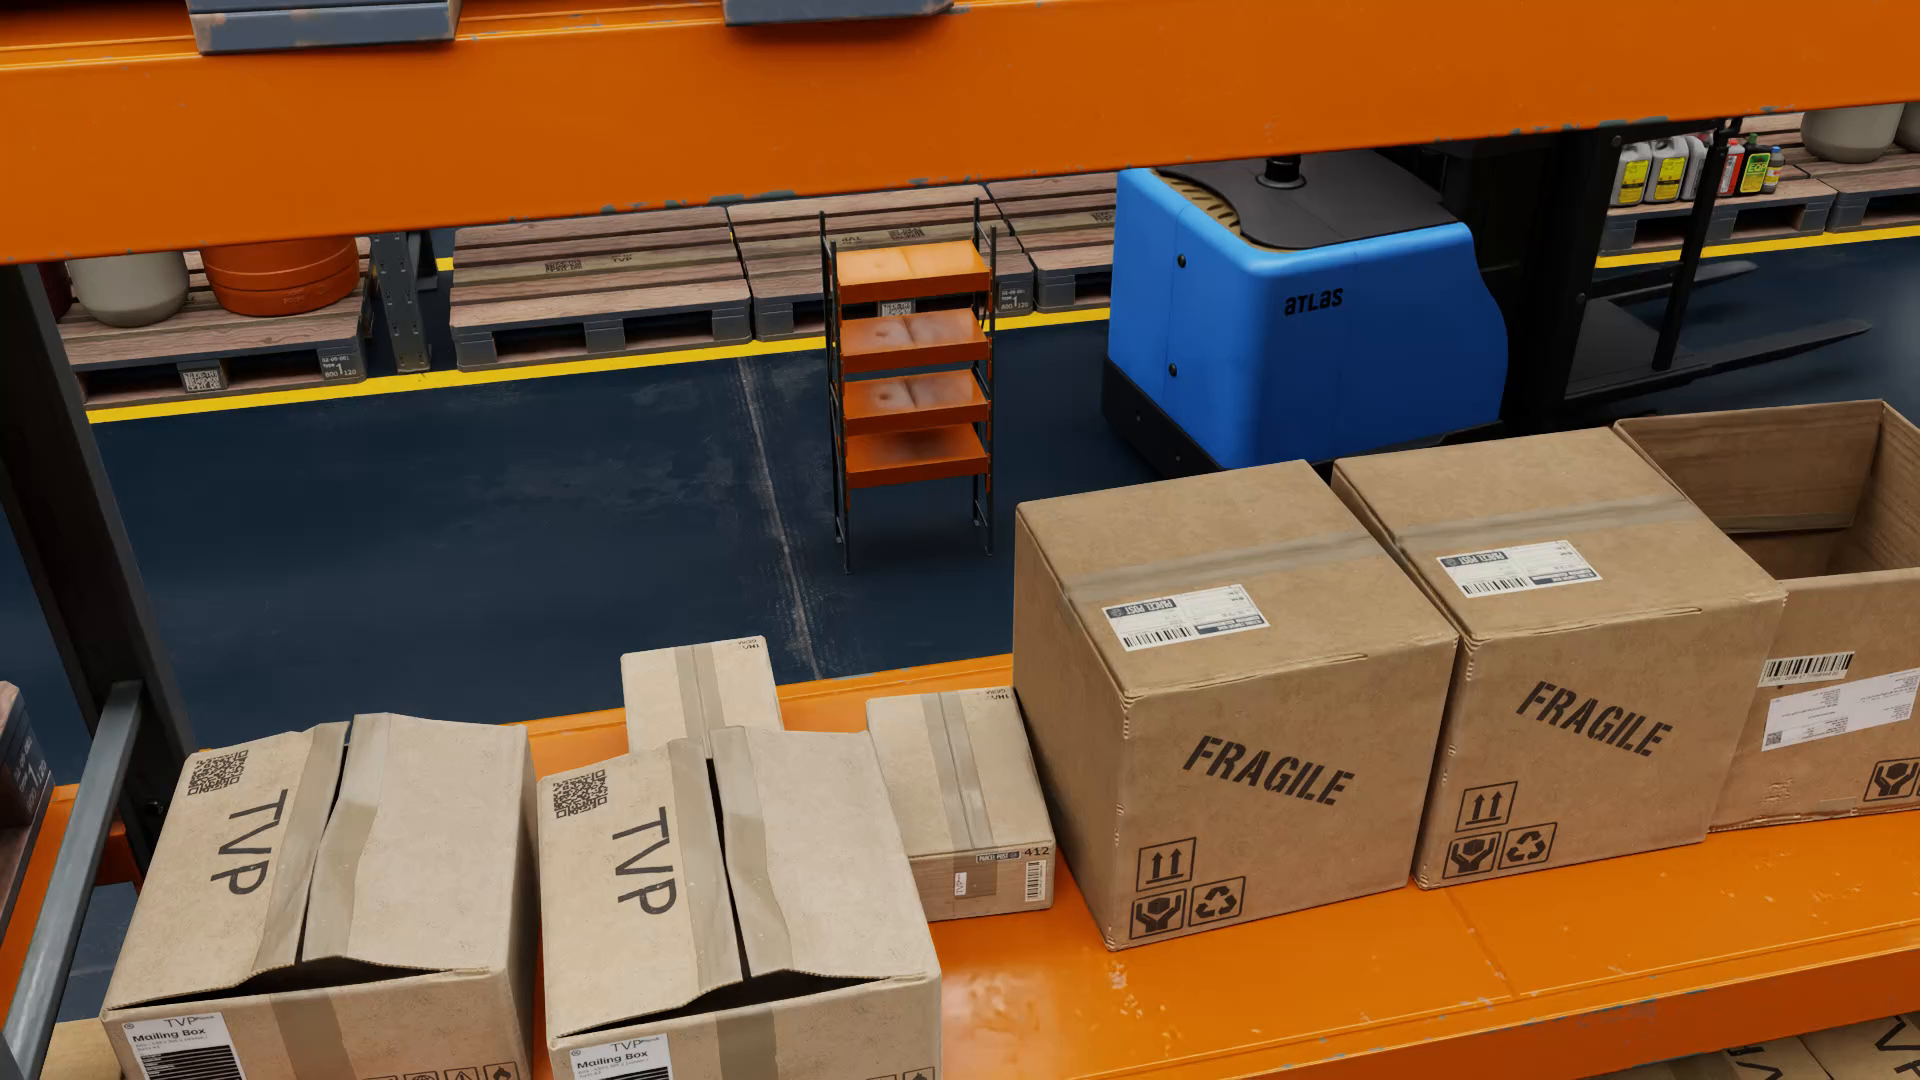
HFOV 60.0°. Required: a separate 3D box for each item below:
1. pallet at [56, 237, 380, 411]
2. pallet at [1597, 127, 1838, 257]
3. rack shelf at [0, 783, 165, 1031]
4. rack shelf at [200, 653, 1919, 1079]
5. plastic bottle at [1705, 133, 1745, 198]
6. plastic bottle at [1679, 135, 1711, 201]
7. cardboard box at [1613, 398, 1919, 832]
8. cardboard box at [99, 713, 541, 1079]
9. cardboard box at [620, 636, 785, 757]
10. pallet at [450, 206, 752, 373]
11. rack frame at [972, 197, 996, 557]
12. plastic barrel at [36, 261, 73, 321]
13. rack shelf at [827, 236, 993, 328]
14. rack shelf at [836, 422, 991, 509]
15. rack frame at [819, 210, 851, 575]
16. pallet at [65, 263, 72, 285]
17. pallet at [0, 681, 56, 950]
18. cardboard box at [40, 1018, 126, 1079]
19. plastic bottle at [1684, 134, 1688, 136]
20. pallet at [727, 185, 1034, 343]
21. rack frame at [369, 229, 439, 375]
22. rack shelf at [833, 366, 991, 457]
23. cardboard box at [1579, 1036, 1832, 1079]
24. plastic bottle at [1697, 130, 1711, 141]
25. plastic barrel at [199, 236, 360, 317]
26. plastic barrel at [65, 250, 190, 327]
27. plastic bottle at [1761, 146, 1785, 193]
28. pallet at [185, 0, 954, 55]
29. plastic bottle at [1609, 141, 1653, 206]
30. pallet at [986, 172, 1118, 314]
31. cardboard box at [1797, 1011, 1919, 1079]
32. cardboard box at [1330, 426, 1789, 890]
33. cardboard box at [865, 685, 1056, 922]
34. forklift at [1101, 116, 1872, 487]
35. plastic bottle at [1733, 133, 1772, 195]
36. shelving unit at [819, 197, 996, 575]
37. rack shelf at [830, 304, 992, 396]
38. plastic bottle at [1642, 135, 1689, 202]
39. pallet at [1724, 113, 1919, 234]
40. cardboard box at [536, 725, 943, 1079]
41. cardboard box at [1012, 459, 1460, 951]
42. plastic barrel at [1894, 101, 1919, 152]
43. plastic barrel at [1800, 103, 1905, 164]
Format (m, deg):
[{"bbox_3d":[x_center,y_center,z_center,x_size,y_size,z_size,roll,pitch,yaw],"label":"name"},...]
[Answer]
[{"bbox_3d":[-3.087,-0.916,6.926,1.213,0.211,1.003,-7,35,-11],"label":"pallet"},{"bbox_3d":[3.431,-1.739,8.152,1.213,0.211,1.003,-7,35,-11],"label":"pallet"},{"bbox_3d":[-3.189,1.044,2.149,4.000,0.370,1.077,-7,35,-11],"label":"rack shelf"},{"bbox_3d":[0.712,0.552,2.881,4.000,0.370,1.077,-7,35,-11],"label":"rack shelf"},{"bbox_3d":[3.529,-1.749,7.713,0.135,0.276,0.152,-7,34,-10],"label":"plastic bottle"},{"bbox_3d":[3.394,-1.732,7.688,0.135,0.276,0.152,-8,35,-12],"label":"plastic bottle"},{"bbox_3d":[1.397,0.116,2.795,0.500,0.500,0.500,-5,34,-7],"label":"cardboard box"},{"bbox_3d":[-0.874,0.515,2.371,0.500,0.311,0.500,-5,34,-8],"label":"cardboard box"},{"bbox_3d":[-0.422,0.343,2.773,0.250,0.149,0.380,-7,35,-11],"label":"cardboard box"},{"bbox_3d":[-1.563,-1.110,7.214,1.213,0.211,1.003,-7,35,-11],"label":"pallet"},{"bbox_3d":[0.077,-0.508,5.430,0.015,1.200,0.240,-7,35,-11],"label":"rack frame"},{"bbox_3d":[-3.902,-1.158,6.572,0.708,0.588,0.600,-7,35,-11],"label":"plastic barrel"},{"bbox_3d":[-0.161,-0.804,5.166,0.480,0.148,0.258,-7,35,-11],"label":"rack shelf"},{"bbox_3d":[-0.161,-0.257,5.533,0.480,0.148,0.258,-7,35,-11],"label":"rack shelf"},{"bbox_3d":[-0.399,-0.448,5.341,0.015,1.200,0.240,-7,35,-11],"label":"rack frame"},{"bbox_3d":[-4.275,-0.768,6.705,1.213,0.211,1.003,-7,35,-11],"label":"pallet"},{"bbox_3d":[-1.884,0.700,2.187,1.003,0.211,1.213,-7,35,-11],"label":"pallet"},{"bbox_3d":[-1.745,1.255,3.037,0.500,0.500,0.500,-6,34,-9],"label":"cardboard box"},{"bbox_3d":[3.638,-2.173,8.350,0.097,0.271,0.097,0,34,0],"label":"plastic bottle"},{"bbox_3d":[-0.376,-1.258,7.435,1.213,0.211,1.003,-7,35,-11],"label":"pallet"},{"bbox_3d":[-2.327,-2.194,6.327,0.127,3.000,1.000,-7,35,-11],"label":"rack frame"},{"bbox_3d":[-0.161,-0.422,5.423,0.480,0.148,0.258,-7,35,-11],"label":"rack shelf"},{"bbox_3d":[1.338,1.075,3.044,0.500,0.311,0.500,-7,35,-11],"label":"cardboard box"},{"bbox_3d":[3.505,-1.809,7.797,0.133,0.283,0.061,-7,35,-11],"label":"plastic bottle"},{"bbox_3d":[-2.801,-1.397,6.711,0.708,0.830,0.600,-7,35,-11],"label":"plastic barrel"},{"bbox_3d":[-3.332,-1.148,6.624,0.421,0.512,0.421,0,34,0],"label":"plastic barrel"},{"bbox_3d":[3.781,-1.734,7.758,0.097,0.201,0.097,0,34,0],"label":"plastic bottle"},{"bbox_3d":[-0.596,-0.800,1.728,1.003,0.211,1.213,-6,34,-8],"label":"pallet"},{"bbox_3d":[3.052,-1.717,7.599,0.185,0.351,0.144,-7,35,-11],"label":"plastic bottle"},{"bbox_3d":[0.817,-1.410,7.661,1.213,0.211,1.003,-7,35,-11],"label":"pallet"},{"bbox_3d":[1.825,1.015,3.133,0.500,0.311,0.500,-6,34,-9],"label":"cardboard box"},{"bbox_3d":[0.908,0.178,2.704,0.500,0.500,0.500,-7,35,-10],"label":"cardboard box"},{"bbox_3d":[-0.007,0.416,2.664,0.250,0.149,0.380,-5,34,-7],"label":"cardboard box"},{"bbox_3d":[2.106,-1.735,5.706,3.031,2.935,1.130,-13,36,-18],"label":"forklift"},{"bbox_3d":[3.671,-1.744,7.699,0.133,0.283,0.061,-6,34,-9],"label":"plastic bottle"},{"bbox_3d":[-0.161,-0.478,5.385,0.503,1.200,0.258,-7,35,-11],"label":"shelving unit"},{"bbox_3d":[-0.161,-0.608,5.298,0.480,0.148,0.258,-7,35,-11],"label":"rack shelf"},{"bbox_3d":[3.233,-1.740,7.634,0.185,0.351,0.144,-6,34,-9],"label":"plastic bottle"},{"bbox_3d":[4.618,-1.887,8.373,1.213,0.211,1.003,-7,35,-11],"label":"pallet"},{"bbox_3d":[-0.323,0.531,2.346,0.500,0.311,0.500,-8,35,-11],"label":"cardboard box"},{"bbox_3d":[0.395,0.242,2.607,0.500,0.500,0.500,-9,35,-13],"label":"cardboard box"},{"bbox_3d":[4.850,-2.196,8.186,0.421,0.512,0.421,0,34,0],"label":"plastic barrel"},{"bbox_3d":[4.361,-2.134,8.094,0.421,0.512,0.421,0,34,0],"label":"plastic barrel"}]
